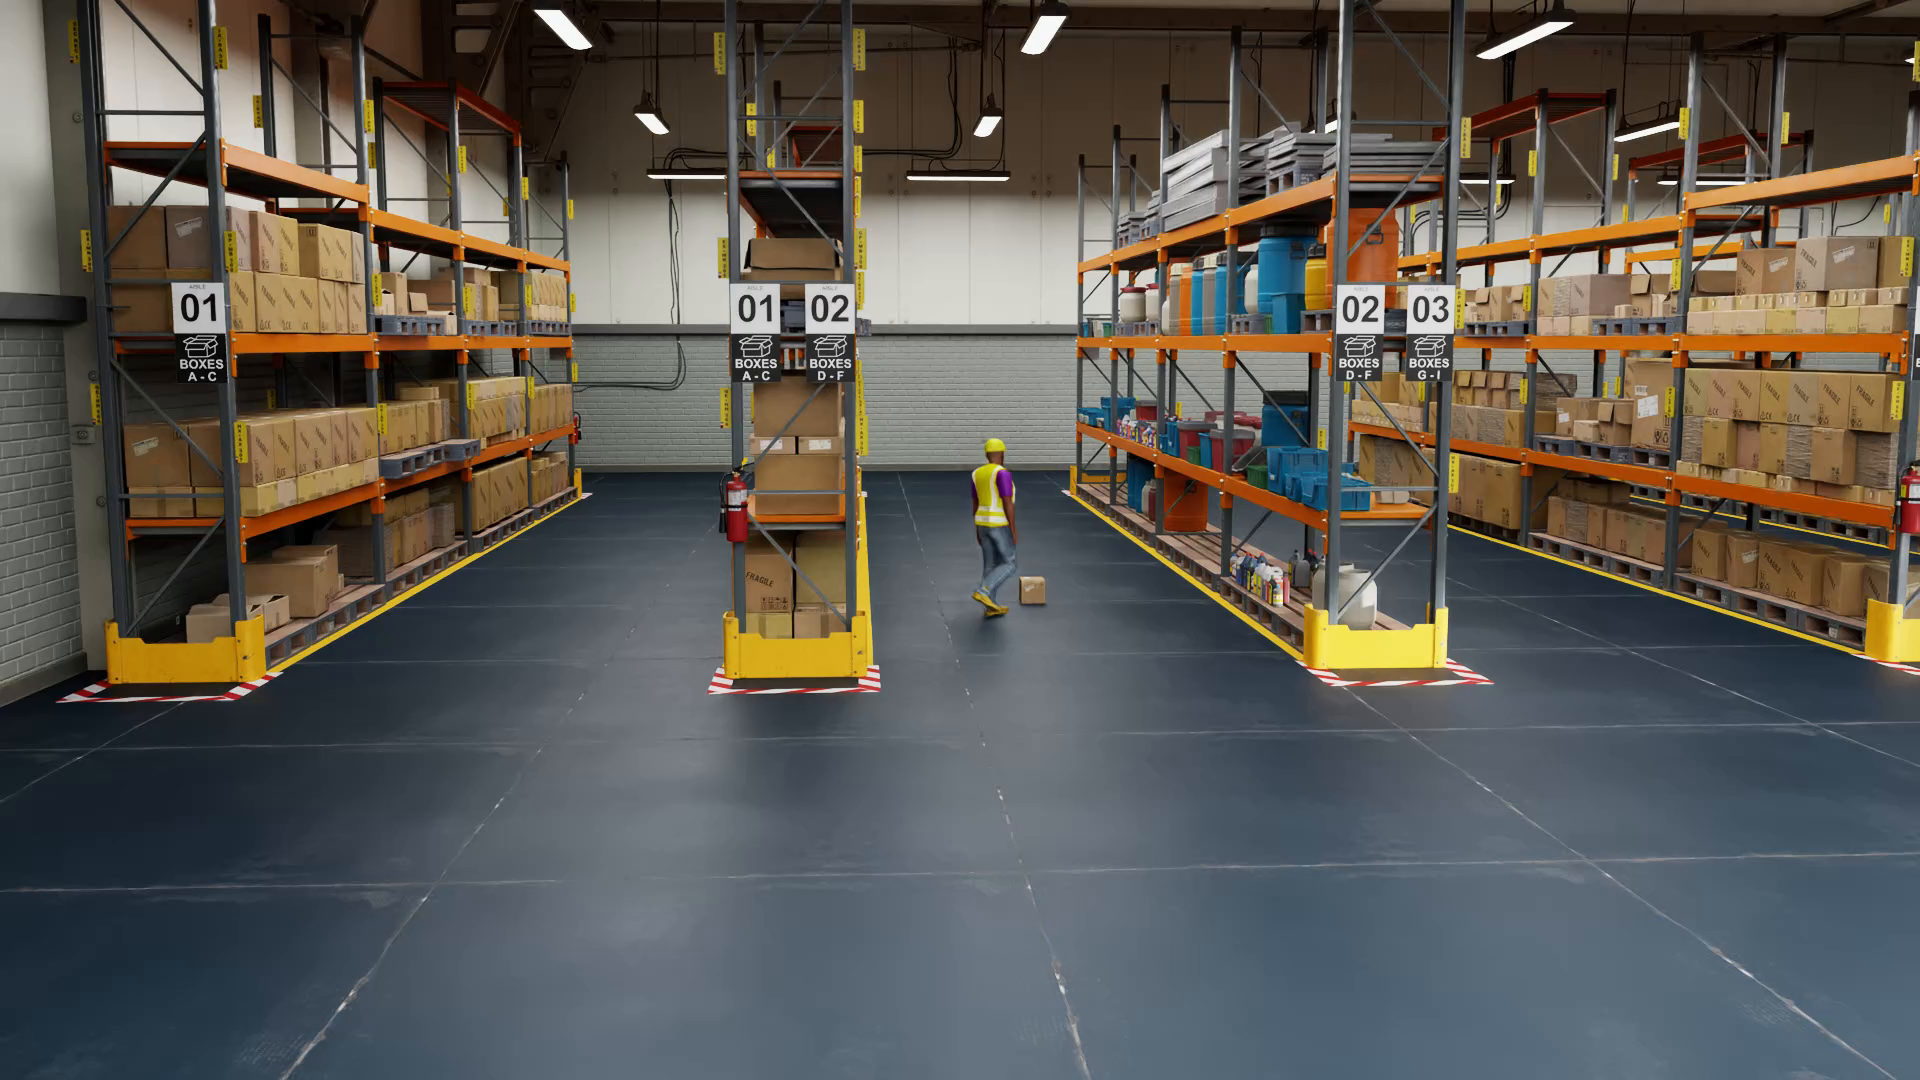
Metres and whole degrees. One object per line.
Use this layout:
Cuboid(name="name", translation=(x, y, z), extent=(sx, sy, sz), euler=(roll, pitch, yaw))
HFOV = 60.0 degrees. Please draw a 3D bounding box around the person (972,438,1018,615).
Cuboid(name="person", translation=(0.290, -0.123, 16.551), extent=(0.565, 1.764, 0.608), euler=(-5, 8, -36))
